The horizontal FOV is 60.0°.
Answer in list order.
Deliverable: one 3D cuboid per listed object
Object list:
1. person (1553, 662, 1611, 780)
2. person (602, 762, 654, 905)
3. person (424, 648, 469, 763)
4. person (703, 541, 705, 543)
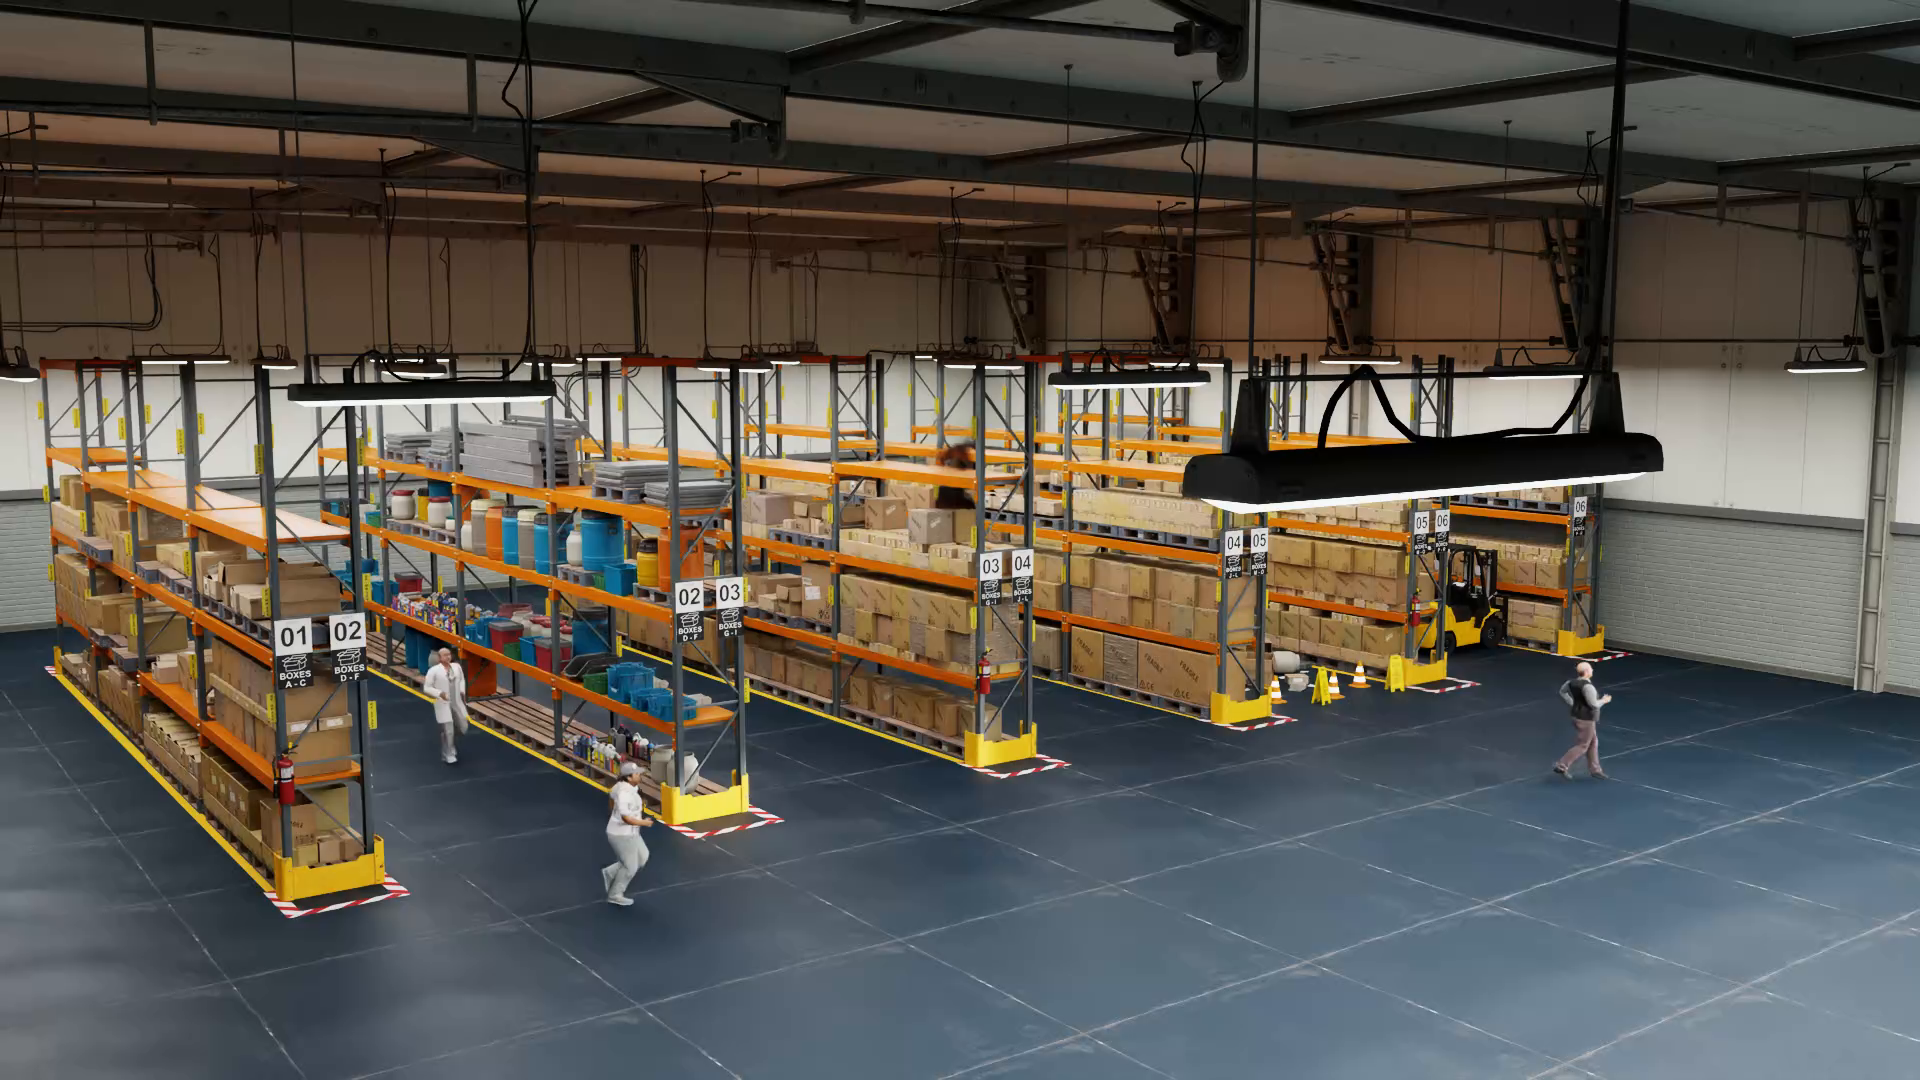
[{"bbox_3d":[8.927,2.602,23.770,0.888,1.732,0.657,0,7,-2],"label":"person"},{"bbox_3d":[-3.744,3.297,18.715,0.598,1.628,0.594,-1,7,-7],"label":"person"},{"bbox_3d":[-7.653,2.478,24.930,0.703,1.729,0.653,-7,10,-44],"label":"person"},{"bbox_3d":[-6.209,0.797,39.741,0.556,1.570,0.754,1,7,6],"label":"person"}]
